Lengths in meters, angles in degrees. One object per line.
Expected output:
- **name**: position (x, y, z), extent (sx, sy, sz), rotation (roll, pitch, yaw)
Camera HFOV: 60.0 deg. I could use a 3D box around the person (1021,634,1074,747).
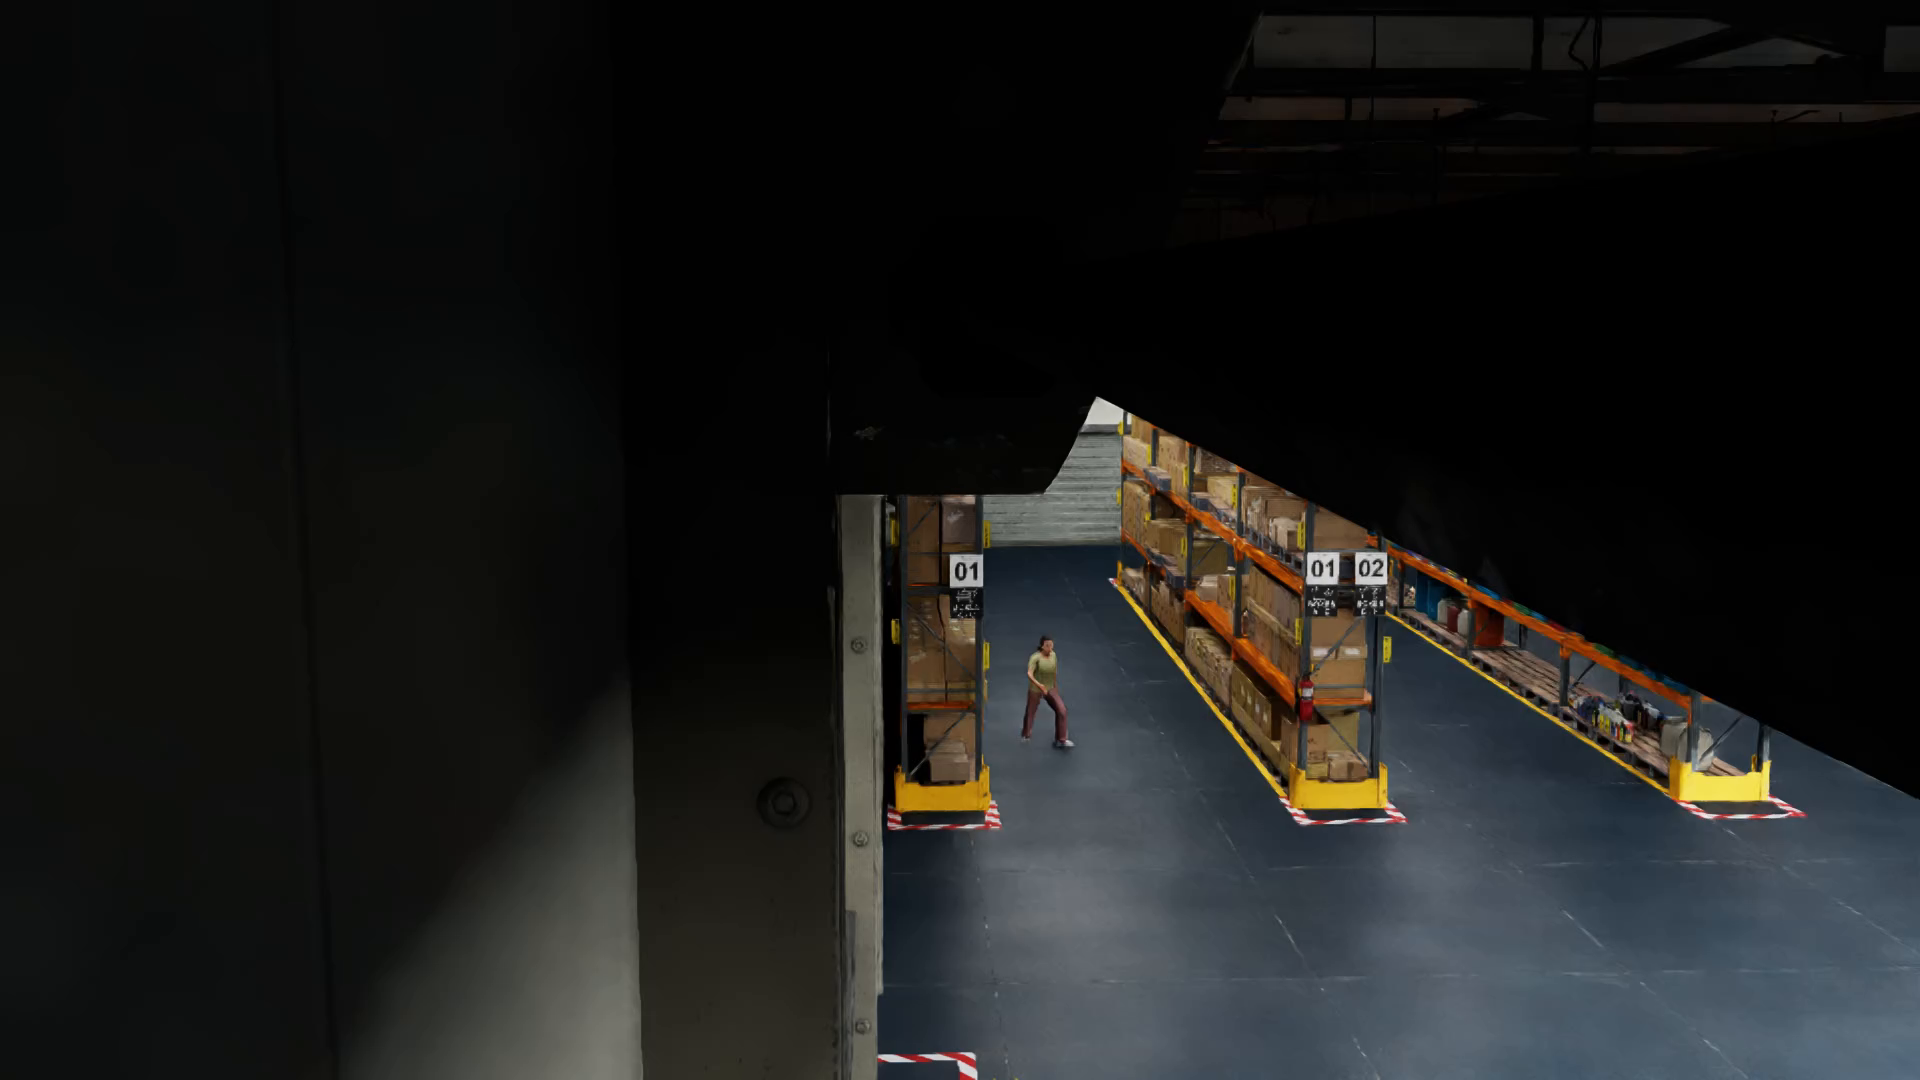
- **person**: position (1.180, 2.097, 23.359), extent (0.612, 1.610, 0.790), rotation (-4, 9, -22)
